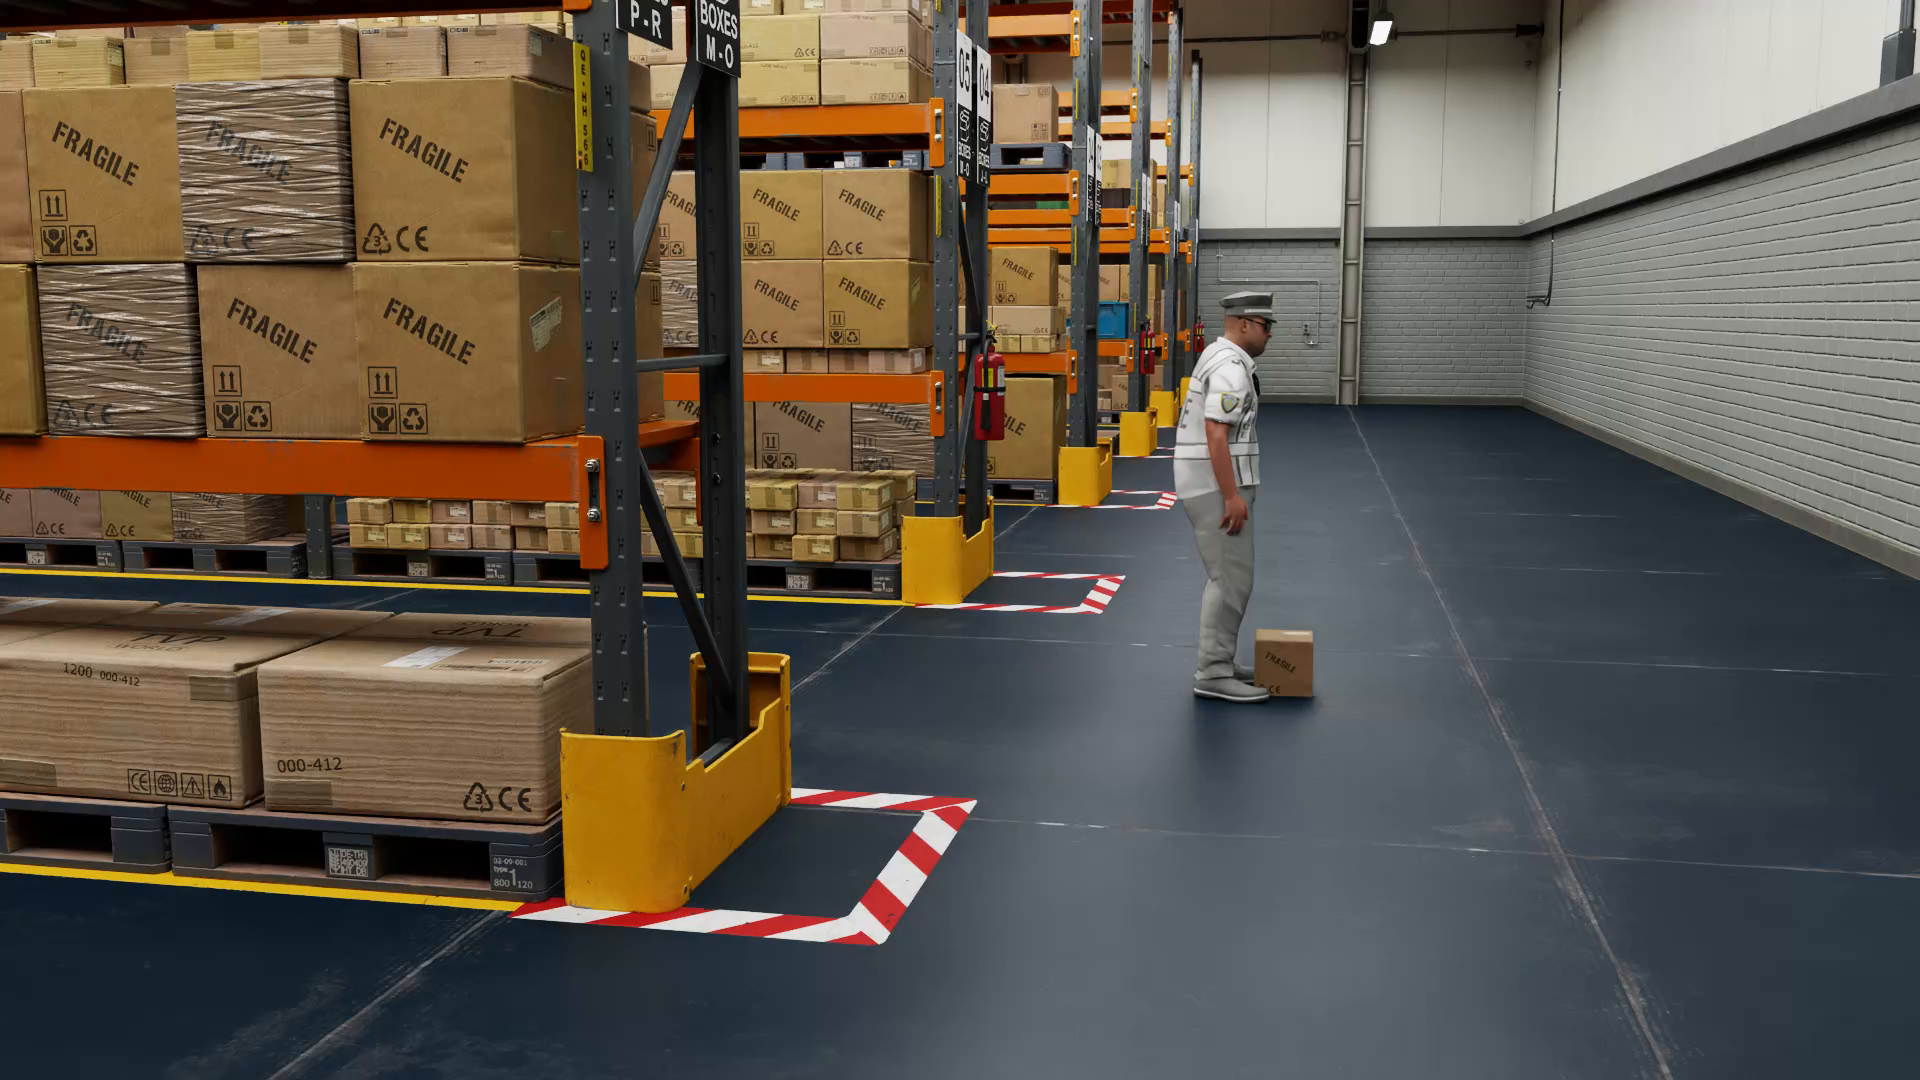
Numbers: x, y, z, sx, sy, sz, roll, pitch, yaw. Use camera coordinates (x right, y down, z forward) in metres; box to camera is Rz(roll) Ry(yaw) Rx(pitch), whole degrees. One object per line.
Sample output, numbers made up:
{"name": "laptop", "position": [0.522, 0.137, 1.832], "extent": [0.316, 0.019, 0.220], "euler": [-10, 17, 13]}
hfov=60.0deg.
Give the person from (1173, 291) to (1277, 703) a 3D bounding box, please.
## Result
{"name": "person", "position": [1.151, -0.207, 7.278], "extent": [0.436, 1.746, 0.589], "euler": [1, 8, 9]}
